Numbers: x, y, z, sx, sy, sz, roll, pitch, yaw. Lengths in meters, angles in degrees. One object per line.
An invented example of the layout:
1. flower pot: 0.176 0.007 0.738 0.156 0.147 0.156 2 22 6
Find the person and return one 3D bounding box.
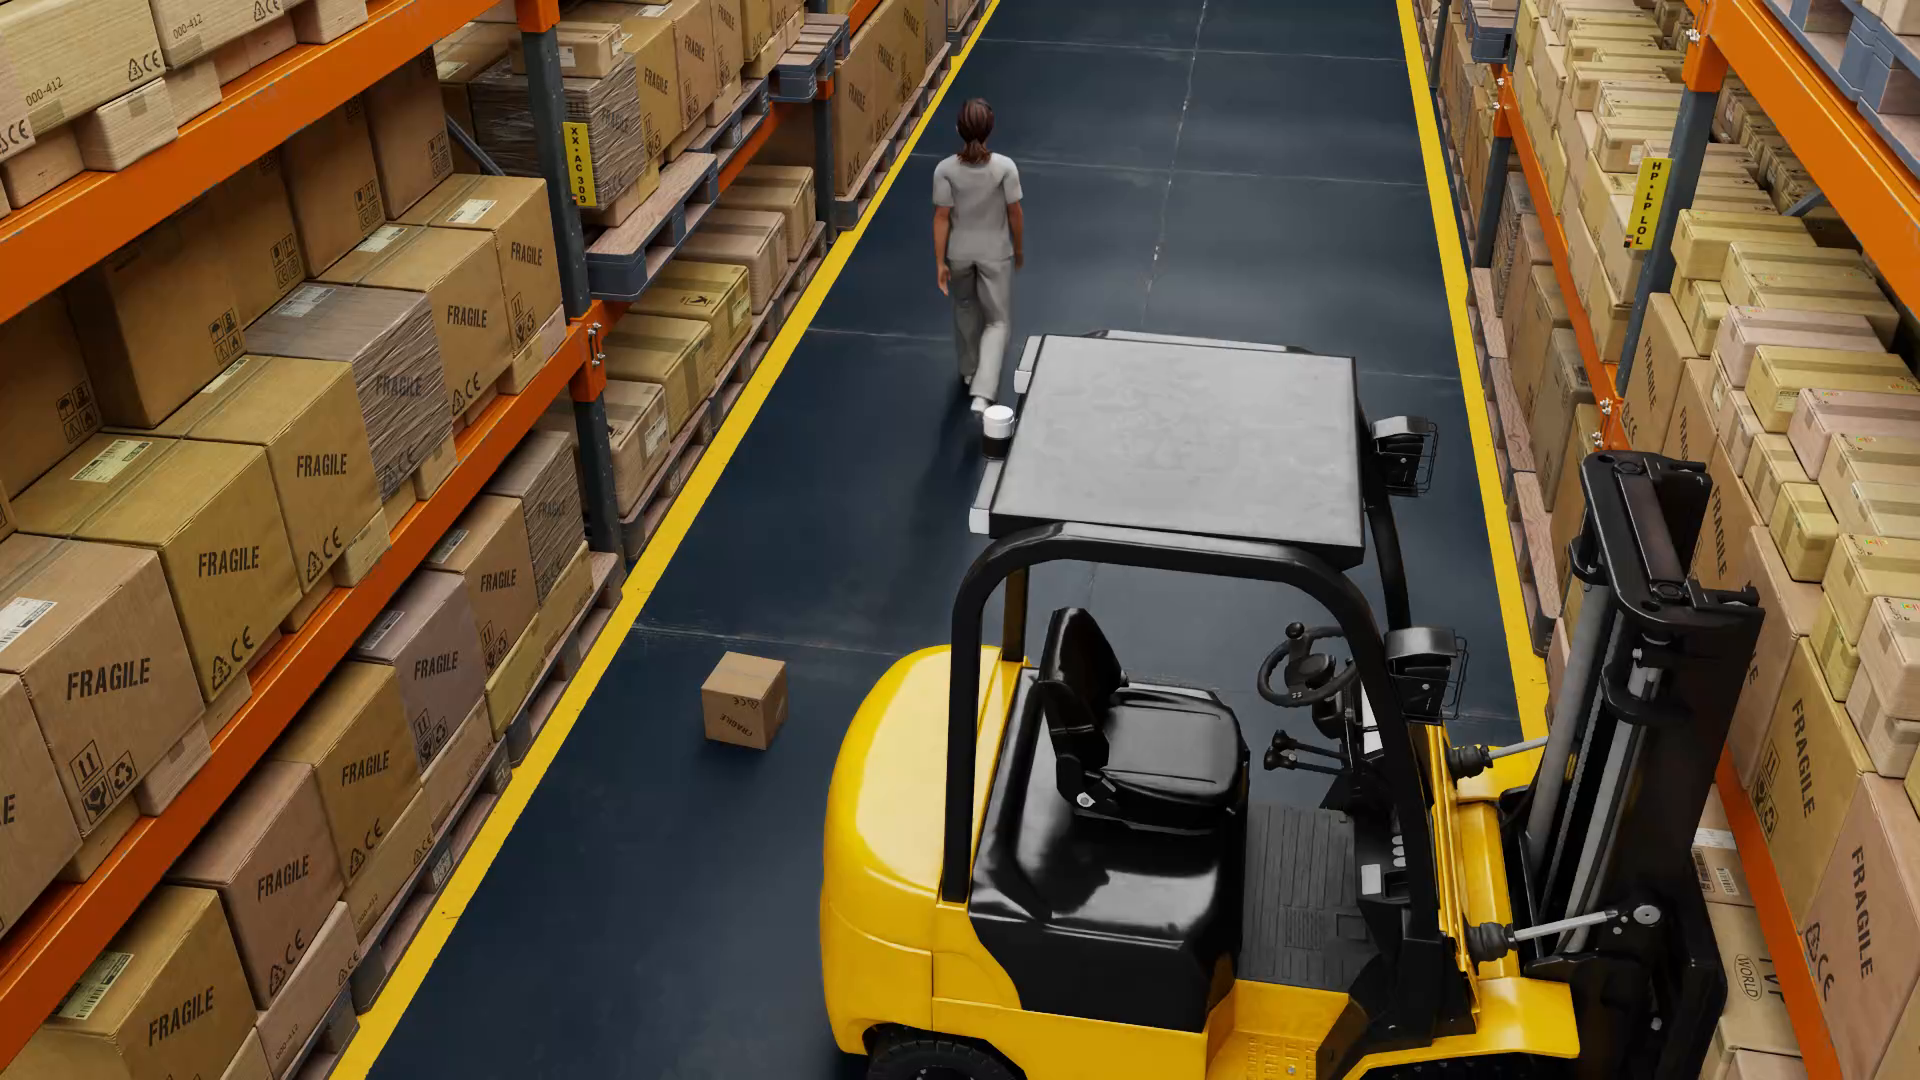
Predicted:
1. person: 0.088 -1.415 8.356 0.442 1.630 0.969 4 33 6
